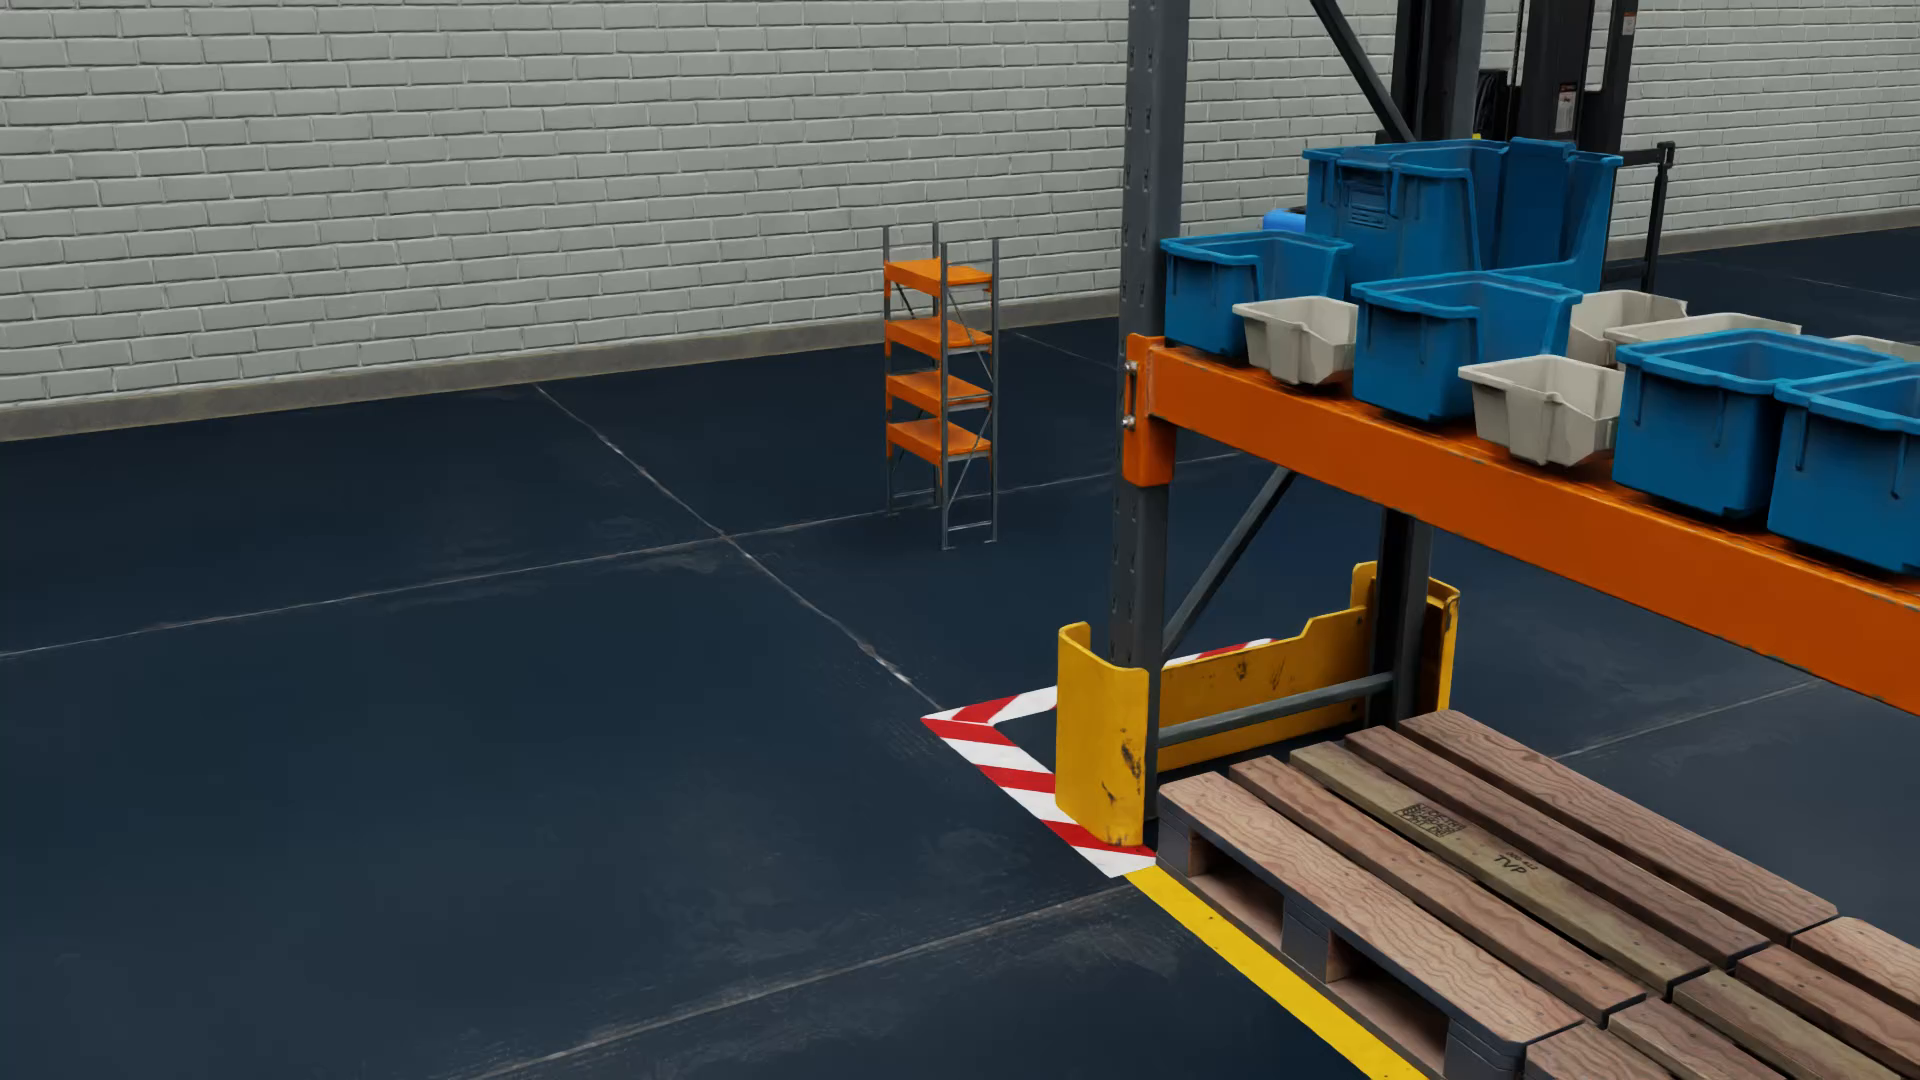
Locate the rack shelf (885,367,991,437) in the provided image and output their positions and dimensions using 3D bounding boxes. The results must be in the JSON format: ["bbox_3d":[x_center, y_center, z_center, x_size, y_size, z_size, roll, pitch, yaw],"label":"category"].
[{"bbox_3d":[-0.079,-0.551,6.595,0.258,0.148,0.480,-10,21,-27],"label":"rack shelf"}]

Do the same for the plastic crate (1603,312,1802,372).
[{"bbox_3d":[1.527,-0.358,3.384,0.396,0.136,0.243,-10,21,-27],"label":"plastic crate"}]

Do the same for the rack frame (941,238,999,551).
[{"bbox_3d":[0.037,-0.545,6.370,0.240,1.200,0.015,-10,21,-27],"label":"rack frame"}]

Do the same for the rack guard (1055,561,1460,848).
[{"bbox_3d":[0.833,0.431,4.617,1.175,0.500,0.348,-10,21,-27],"label":"rack guard"}]

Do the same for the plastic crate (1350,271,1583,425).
[{"bbox_3d":[0.996,-0.385,3.312,0.416,0.233,0.300,-10,21,-27],"label":"plastic crate"}]

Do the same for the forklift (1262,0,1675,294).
[{"bbox_3d":[2.903,-2.097,8.214,3.031,2.935,1.130,-14,23,-35],"label":"forklift"}]

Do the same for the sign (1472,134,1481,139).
[{"bbox_3d":[1.332,-0.913,4.429,0.100,0.325,0.005,-10,21,-27],"label":"sign"}]

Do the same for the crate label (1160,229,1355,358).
[{"bbox_3d":[0.683,-0.574,3.860,0.416,0.233,0.303,-10,21,-27],"label":"crate label"}]

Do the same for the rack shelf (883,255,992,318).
[{"bbox_3d":[-0.079,-0.986,6.445,0.258,0.148,0.480,-10,21,-27],"label":"rack shelf"}]

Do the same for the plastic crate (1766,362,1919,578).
[{"bbox_3d":[1.451,-0.109,2.515,0.416,0.233,0.300,-10,21,-27],"label":"plastic crate"}]

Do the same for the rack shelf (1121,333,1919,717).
[{"bbox_3d":[1.805,0.168,2.649,1.077,0.370,4.000,-10,21,-27],"label":"rack shelf"}]

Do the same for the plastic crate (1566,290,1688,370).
[{"bbox_3d":[1.402,-0.444,3.631,0.396,0.136,0.243,-10,21,-27],"label":"plastic crate"}]

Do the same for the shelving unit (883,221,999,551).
[{"bbox_3d":[-0.079,-0.615,6.573,0.258,1.200,0.503,-10,21,-27],"label":"shelving unit"}]

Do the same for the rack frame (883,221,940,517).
[{"bbox_3d":[-0.194,-0.685,6.776,0.240,1.200,0.015,-10,21,-27],"label":"rack frame"}]

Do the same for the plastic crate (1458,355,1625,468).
[{"bbox_3d":[1.085,-0.228,3.007,0.250,0.136,0.298,-10,21,-27],"label":"plastic crate"}]

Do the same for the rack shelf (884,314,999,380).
[{"bbox_3d":[-0.079,-0.763,6.522,0.258,0.148,0.480,-10,21,-27],"label":"rack shelf"}]

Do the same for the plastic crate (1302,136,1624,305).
[{"bbox_3d":[1.179,-0.724,3.985,0.616,0.435,0.499,-10,21,-27],"label":"plastic crate"}]

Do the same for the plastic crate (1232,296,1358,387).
[{"bbox_3d":[0.763,-0.423,3.571,0.250,0.136,0.298,-10,21,-27],"label":"plastic crate"}]

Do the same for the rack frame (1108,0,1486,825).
[{"bbox_3d":[0.856,-0.746,4.195,1.000,3.000,0.127,-10,21,-27],"label":"rack frame"}]

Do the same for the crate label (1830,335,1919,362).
[{"bbox_3d":[1.681,-0.282,3.163,0.396,0.136,0.243,-10,21,-27],"label":"crate label"}]

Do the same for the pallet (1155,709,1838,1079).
[{"bbox_3d":[1.213,0.815,3.947,1.003,0.211,1.213,-10,21,-27],"label":"pallet"}]

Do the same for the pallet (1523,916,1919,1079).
[{"bbox_3d":[1.789,1.165,2.933,1.003,0.211,1.213,-10,21,-27],"label":"pallet"}]

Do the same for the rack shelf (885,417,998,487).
[{"bbox_3d":[-0.079,-0.363,6.660,0.258,0.148,0.480,-10,21,-27],"label":"rack shelf"}]

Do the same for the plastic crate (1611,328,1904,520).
[{"bbox_3d":[1.308,-0.196,2.764,0.416,0.233,0.300,-10,21,-27],"label":"plastic crate"}]
